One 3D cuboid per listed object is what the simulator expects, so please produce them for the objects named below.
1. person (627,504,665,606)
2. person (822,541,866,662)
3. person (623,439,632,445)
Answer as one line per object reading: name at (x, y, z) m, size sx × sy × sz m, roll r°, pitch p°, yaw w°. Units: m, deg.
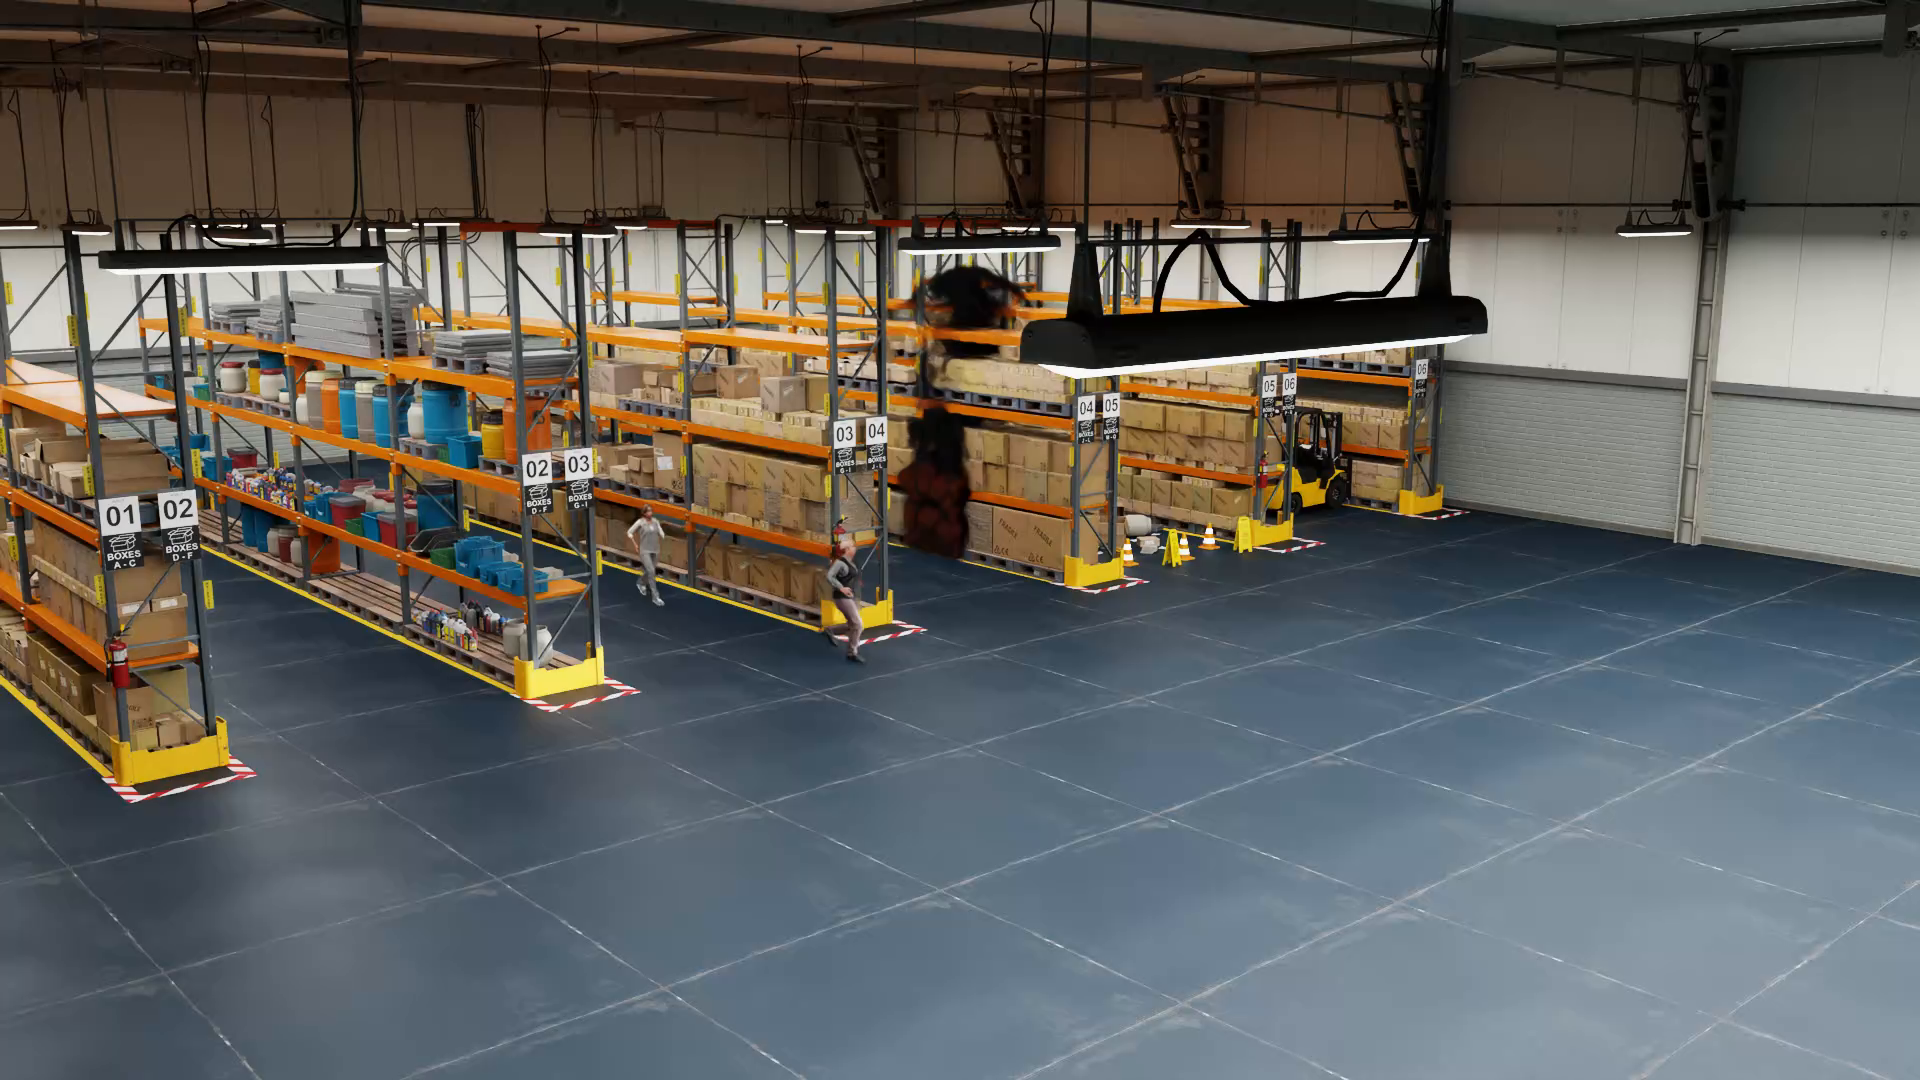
person at (-4.998, 0.207, 26.690) m, size 0.531 × 1.594 × 0.883 m, roll -11°, pitch 16°, yaw -43°
person at (-1.625, 0.837, 23.630) m, size 0.767 × 1.673 × 0.688 m, roll 3°, pitch 12°, yaw 17°
person at (-6.690, -1.166, 33.480) m, size 0.528 × 1.696 × 0.816 m, roll -11°, pitch 16°, yaw -43°
